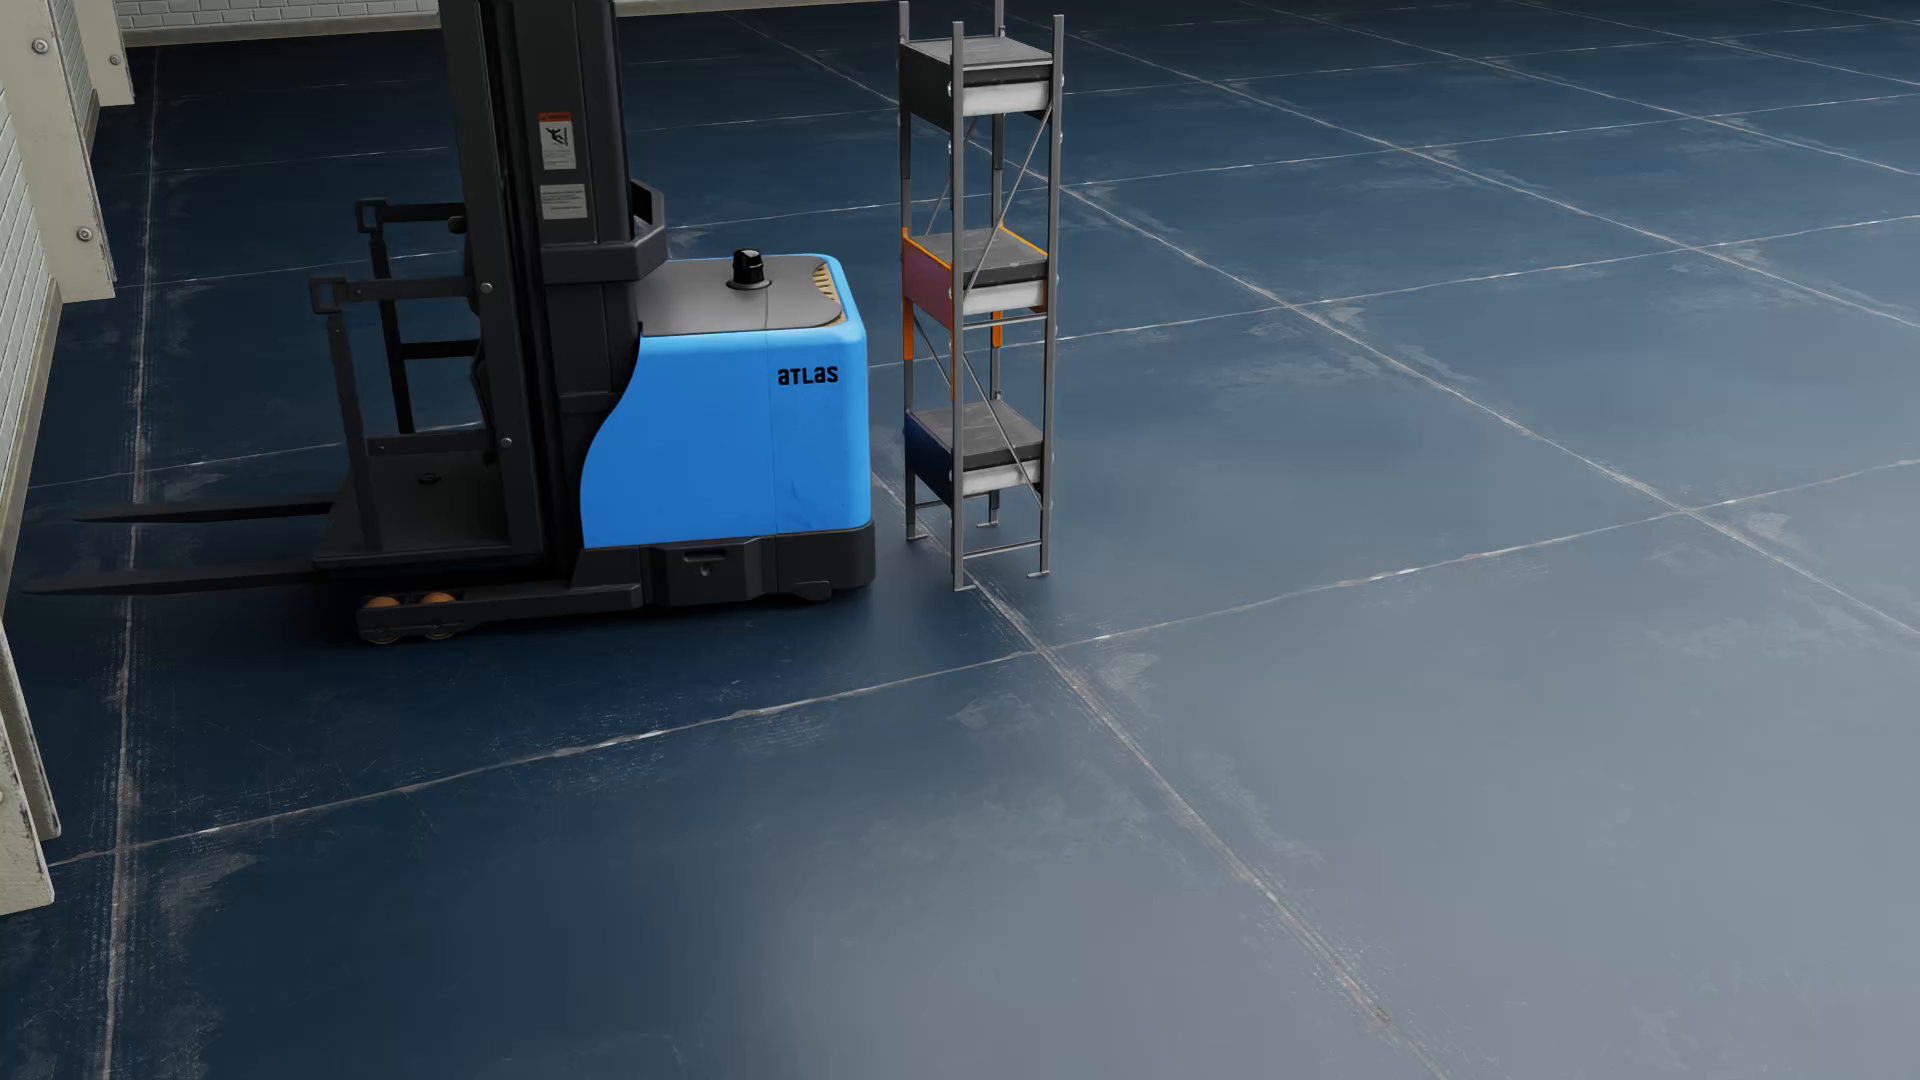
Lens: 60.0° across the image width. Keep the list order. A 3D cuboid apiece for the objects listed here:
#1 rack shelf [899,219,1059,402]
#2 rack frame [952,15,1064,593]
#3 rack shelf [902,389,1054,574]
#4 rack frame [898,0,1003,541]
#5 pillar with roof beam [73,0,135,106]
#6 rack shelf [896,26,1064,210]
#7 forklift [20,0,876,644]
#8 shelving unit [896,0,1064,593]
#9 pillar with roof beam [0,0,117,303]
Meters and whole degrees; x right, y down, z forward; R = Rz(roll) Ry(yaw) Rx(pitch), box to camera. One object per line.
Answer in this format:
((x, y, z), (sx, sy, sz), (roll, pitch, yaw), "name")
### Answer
((0.065, -0.864, 6.158), (0.431, 0.518, 0.480), (-11, 28, -21), "rack shelf")
((0.160, -0.778, 5.951), (0.400, 2.100, 0.015), (-11, 28, -21), "rack frame")
((0.065, -0.235, 6.466), (0.431, 0.518, 0.480), (-11, 28, -21), "rack shelf")
((-0.031, -0.975, 6.354), (0.400, 2.100, 0.015), (-11, 28, -21), "rack frame")
((-3.501, -8.663, 14.236), (9.100, 9.000, 0.400), (-11, 28, -21), "pillar with roof beam")
((0.065, -1.493, 5.851), (0.431, 0.518, 0.480), (-11, 28, -21), "rack shelf")
((-1.885, -1.193, 5.852), (3.031, 2.935, 1.130), (-4, 26, -9), "forklift")
((0.065, -0.877, 6.152), (0.431, 2.100, 0.503), (-11, 28, -21), "shelving unit")
((-1.151, -6.240, 9.275), (9.100, 9.000, 0.400), (-11, 28, -21), "pillar with roof beam")
